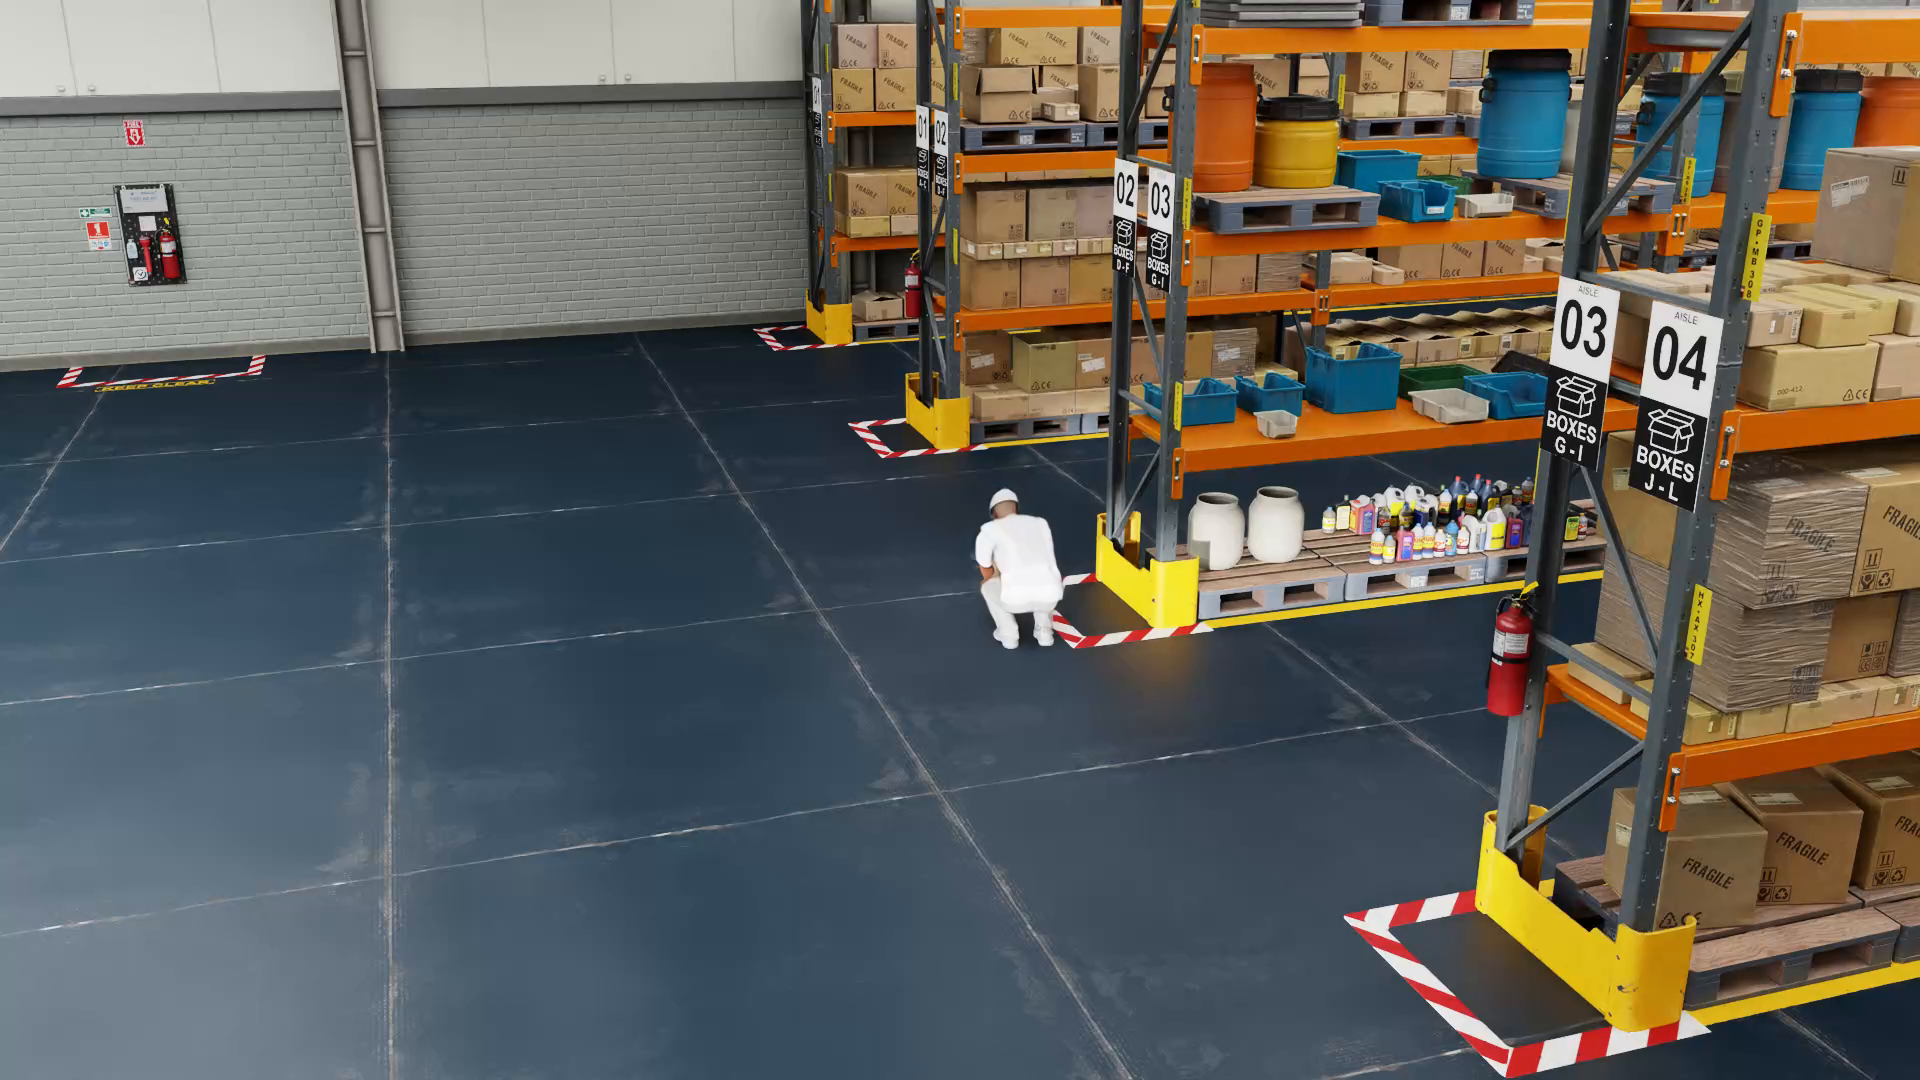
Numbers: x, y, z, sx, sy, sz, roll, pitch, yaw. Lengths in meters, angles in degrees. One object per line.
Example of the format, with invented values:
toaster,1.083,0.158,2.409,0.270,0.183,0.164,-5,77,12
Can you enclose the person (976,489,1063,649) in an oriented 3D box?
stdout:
person,0.398,0.186,11.678,0.575,1.000,0.911,-4,19,-11
